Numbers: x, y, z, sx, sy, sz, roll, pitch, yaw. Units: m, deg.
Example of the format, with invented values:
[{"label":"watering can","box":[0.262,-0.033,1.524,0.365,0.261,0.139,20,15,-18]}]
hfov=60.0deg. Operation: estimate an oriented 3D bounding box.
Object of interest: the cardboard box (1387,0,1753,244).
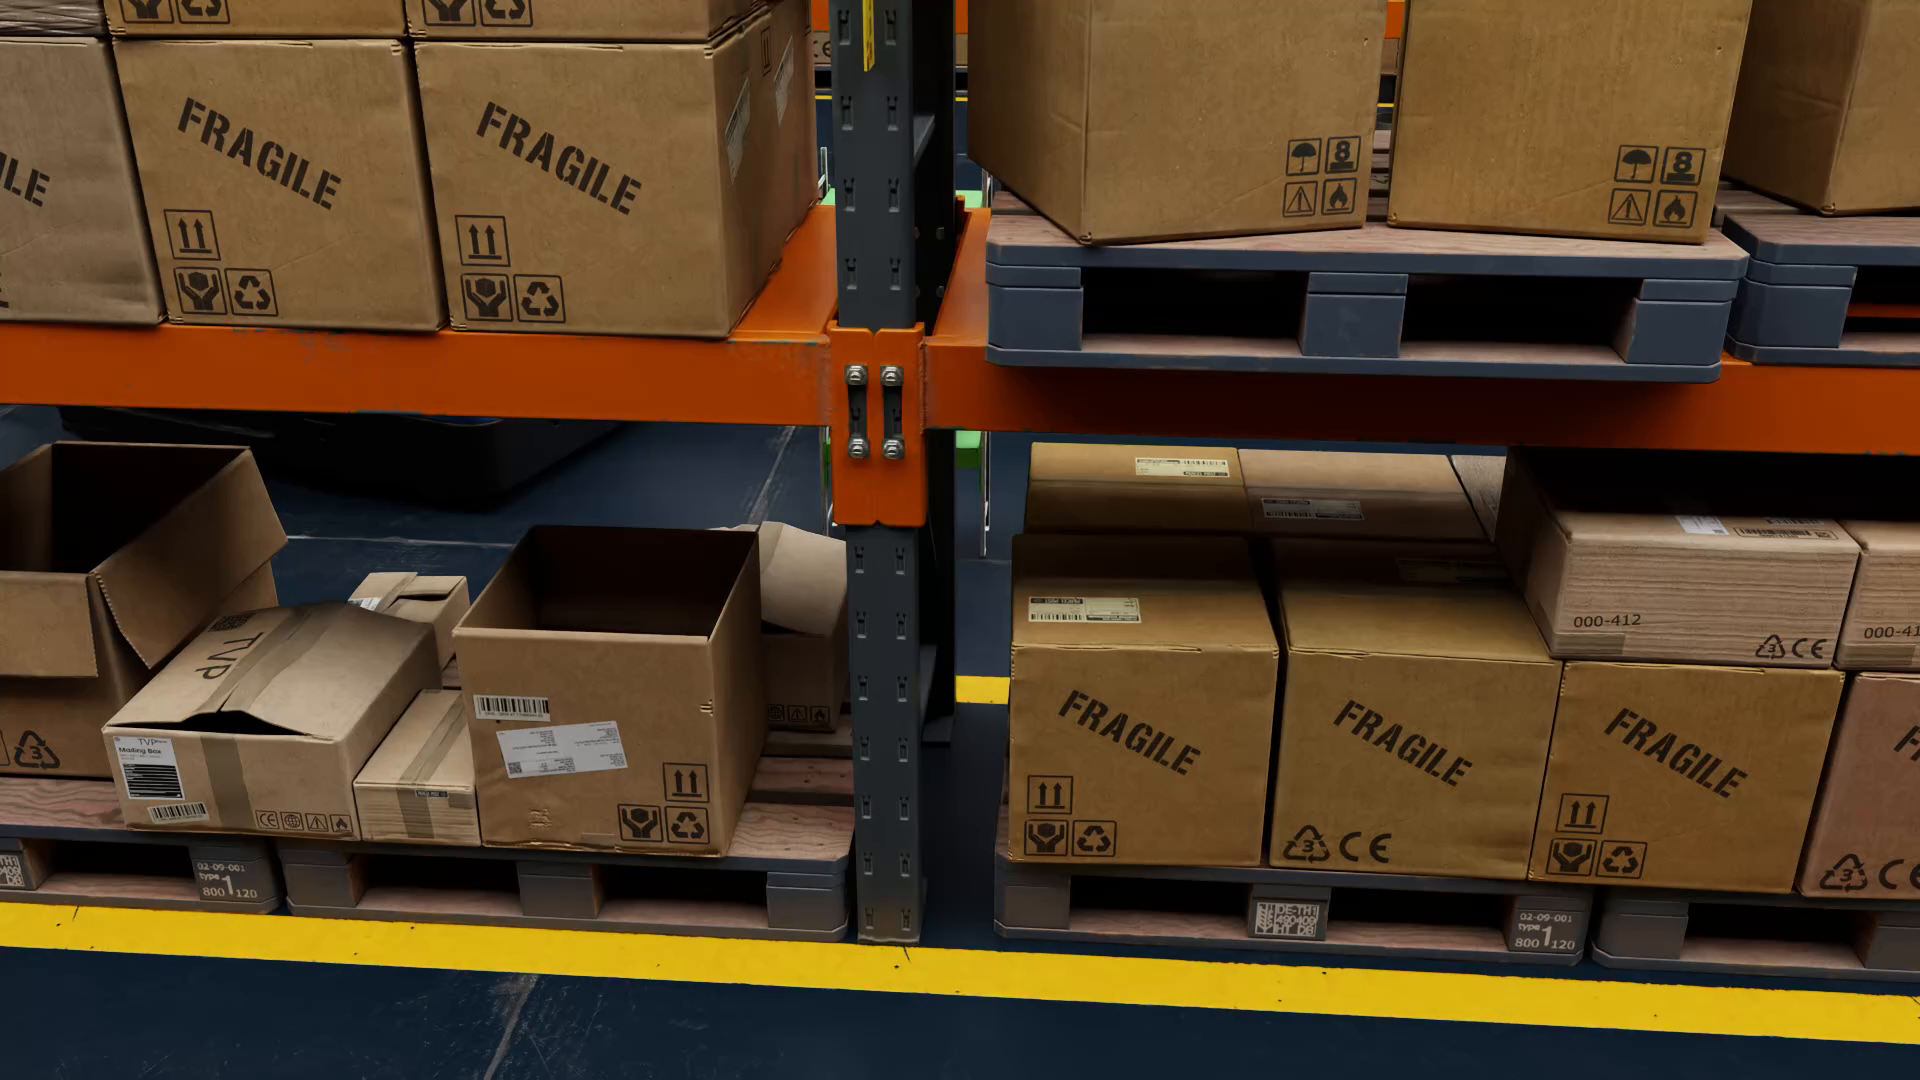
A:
[{"label":"cardboard box","box":[1.036,-0.866,2.921,0.500,0.500,0.700,6,25,12]}]

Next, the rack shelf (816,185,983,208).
[{"label":"rack shelf","box":[-0.165,-0.928,4.837,0.480,0.148,0.258,2,25,4]}]

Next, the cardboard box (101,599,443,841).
[{"label":"cardboard box","box":[-1.448,0.364,3.561,0.500,0.311,0.500,2,25,4]}]

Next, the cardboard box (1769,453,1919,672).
[{"label":"cardboard box","box":[1.851,0.026,3.171,0.500,0.250,0.500,1,25,3]}]

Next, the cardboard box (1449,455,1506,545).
[{"label":"cardboard box","box":[1.396,0.134,3.835,0.500,0.500,0.500,2,25,5]}]

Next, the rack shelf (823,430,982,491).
[{"label":"rack shelf","box":[-0.165,-0.274,5.138,0.480,0.148,0.258,2,25,4]}]

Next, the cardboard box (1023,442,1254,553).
[{"label":"cardboard box","box":[0.404,0.098,3.912,0.500,0.500,0.500,2,25,4]}]

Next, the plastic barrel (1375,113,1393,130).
[{"label":"plastic barrel","box":[2.076,-1.756,7.952,0.421,0.512,0.421,0,25,0]}]

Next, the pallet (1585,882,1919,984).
[{"label":"pallet","box":[1.924,0.581,3.734,1.213,0.211,1.003,2,25,4]}]

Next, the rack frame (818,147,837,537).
[{"label":"rack frame","box":[-0.408,-0.558,5.028,0.015,1.200,0.240,2,25,4]}]

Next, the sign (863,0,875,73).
[{"label":"sign","box":[-0.144,-0.900,2.583,0.005,0.325,0.100,2,25,4]}]

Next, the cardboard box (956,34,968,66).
[{"label":"cardboard box","box":[0.000,-4.142,12.703,0.875,0.875,0.875,2,25,4]}]

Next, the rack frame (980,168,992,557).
[{"label":"rack frame","box":[0.078,-0.543,4.994,0.015,1.200,0.240,2,25,4]}]

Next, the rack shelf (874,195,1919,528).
[{"label":"rack shelf","box":[1.884,-0.343,3.267,4.000,0.370,1.077,2,25,4]}]

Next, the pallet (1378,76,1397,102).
[{"label":"pallet","box":[2.647,-3.564,12.744,1.213,0.211,1.003,2,25,4]}]

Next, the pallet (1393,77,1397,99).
[{"label":"pallet","box":[3.860,-3.524,12.656,1.213,0.211,1.003,2,25,4]}]

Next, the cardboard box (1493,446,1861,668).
[{"label":"cardboard box","box":[1.351,0.010,3.206,0.500,0.250,0.500,2,25,4]}]

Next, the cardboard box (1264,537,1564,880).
[{"label":"cardboard box","box":[0.886,0.332,3.405,0.500,0.500,0.500,2,25,5]}]

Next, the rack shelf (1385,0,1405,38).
[{"label":"rack shelf","box":[2.267,-2.407,7.754,4.000,0.370,1.077,2,25,4]}]

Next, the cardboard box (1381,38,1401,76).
[{"label":"cardboard box","box":[3.066,-4.022,12.443,0.875,0.875,1.225,2,25,4]}]

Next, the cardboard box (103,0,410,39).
[{"label":"cardboard box","box":[-1.145,-1.157,2.860,0.500,0.500,0.500,1,25,3]}]

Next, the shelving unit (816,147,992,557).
[{"label":"shelving unit","box":[-0.165,-0.550,5.011,0.503,1.200,0.258,2,25,4]}]

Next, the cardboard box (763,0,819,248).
[{"label":"cardboard box","box":[-0.597,-0.909,3.517,0.500,0.500,0.500,2,25,5]}]

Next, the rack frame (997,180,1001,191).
[{"label":"rack frame","box":[0.273,-2.798,7.742,0.127,3.000,1.000,2,25,4]}]

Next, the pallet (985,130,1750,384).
[{"label":"pallet","box":[0.678,-0.575,3.142,1.213,0.211,1.003,2,25,4]}]

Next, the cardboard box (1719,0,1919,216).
[{"label":"cardboard box","box":[1.656,-0.939,3.080,0.500,0.500,0.700,-4,25,-9]}]

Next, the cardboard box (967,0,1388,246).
[{"label":"cardboard box","box":[0.345,-0.861,2.912,0.500,0.500,0.700,-6,25,-14]}]

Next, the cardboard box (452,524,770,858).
[{"label":"cardboard box","box":[-0.700,0.302,3.469,0.500,0.500,0.500,2,25,4]}]

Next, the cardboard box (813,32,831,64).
[{"label":"cardboard box","box":[-0.897,-4.171,12.766,0.875,0.875,0.875,2,25,4]}]

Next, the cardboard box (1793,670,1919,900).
[{"label":"cardboard box","box":[1.888,0.367,3.328,0.500,0.500,0.500,1,25,2]}]

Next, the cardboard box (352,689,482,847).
[{"label":"cardboard box","box":[-1.078,0.475,3.514,0.250,0.149,0.380,2,25,4]}]

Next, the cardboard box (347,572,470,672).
[{"label":"cardboard box","box":[-1.375,0.227,4.032,0.250,0.166,0.380,2,25,4]}]

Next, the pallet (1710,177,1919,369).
[{"label":"pallet","box":[1.939,-0.579,3.149,1.213,0.211,1.003,2,25,4]}]

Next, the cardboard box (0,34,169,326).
[{"label":"cardboard box","box":[-1.655,-0.720,3.106,0.500,0.500,0.500,2,25,5]}]

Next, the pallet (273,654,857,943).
[{"label":"pallet","box":[-0.795,0.511,3.888,1.213,0.211,1.003,2,25,4]}]

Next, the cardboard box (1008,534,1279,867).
[{"label":"cardboard box","box":[0.354,0.319,3.432,0.500,0.500,0.500,1,25,2]}]

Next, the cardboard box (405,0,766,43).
[{"label":"cardboard box","box":[-0.634,-1.142,2.827,0.500,0.500,0.500,2,25,4]}]

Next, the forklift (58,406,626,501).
[{"label":"forklift","box":[-2.696,-1.848,5.760,3.031,2.935,1.130,10,27,21]}]

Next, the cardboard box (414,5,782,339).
[{"label":"cardboard box","box":[-0.628,-0.688,3.037,0.500,0.500,0.500,2,25,5]}]

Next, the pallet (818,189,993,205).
[{"label":"pallet","box":[-0.463,-1.539,8.341,1.213,0.211,1.003,2,25,4]}]

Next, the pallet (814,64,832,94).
[{"label":"pallet","box":[-1.320,-3.690,13.018,1.213,0.211,1.003,2,25,4]}]

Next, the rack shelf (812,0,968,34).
[{"label":"rack shelf","box":[-1.721,-2.535,8.032,4.000,0.370,1.077,2,25,4]}]

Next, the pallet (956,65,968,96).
[{"label":"pallet","box":[-0.100,-3.652,12.935,1.213,0.211,1.003,2,25,4]}]

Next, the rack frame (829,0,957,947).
[{"label":"rack frame","box":[-0.110,-0.734,3.256,0.127,3.000,1.000,2,25,4]}]

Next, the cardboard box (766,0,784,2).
[{"label":"cardboard box","box":[-0.558,-1.366,3.314,0.500,0.500,0.500,2,25,5]}]

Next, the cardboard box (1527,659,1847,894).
[{"label":"cardboard box","box":[1.384,0.351,3.364,0.500,0.500,0.500,2,25,5]}]

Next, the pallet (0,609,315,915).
[{"label":"pallet","box":[-2.014,0.473,3.970,1.213,0.211,1.003,2,25,4]}]

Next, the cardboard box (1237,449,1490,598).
[{"label":"cardboard box","box":[0.896,0.118,3.870,0.500,0.500,0.500,2,25,4]}]

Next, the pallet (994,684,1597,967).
[{"label":"pallet","box":[0.704,0.543,3.817,1.213,0.211,1.003,2,25,4]}]

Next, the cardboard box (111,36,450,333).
[{"label":"cardboard box","box":[-1.142,-0.704,3.072,0.500,0.500,0.500,3,25,5]}]

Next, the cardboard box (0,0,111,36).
[{"label":"cardboard box","box":[-1.647,-1.173,2.895,0.500,0.500,0.500,2,25,4]}]

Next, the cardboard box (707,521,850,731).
[{"label":"cardboard box","box":[-0.512,0.184,3.951,0.500,0.311,0.500,2,25,4]}]

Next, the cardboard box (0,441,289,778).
[{"label":"cardboard box","box":[-1.984,0.143,3.812,0.637,0.503,0.797,2,25,4]}]

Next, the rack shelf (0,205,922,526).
[{"label":"rack shelf","box":[-2.104,-0.471,3.545,4.000,0.370,1.077,2,25,4]}]
